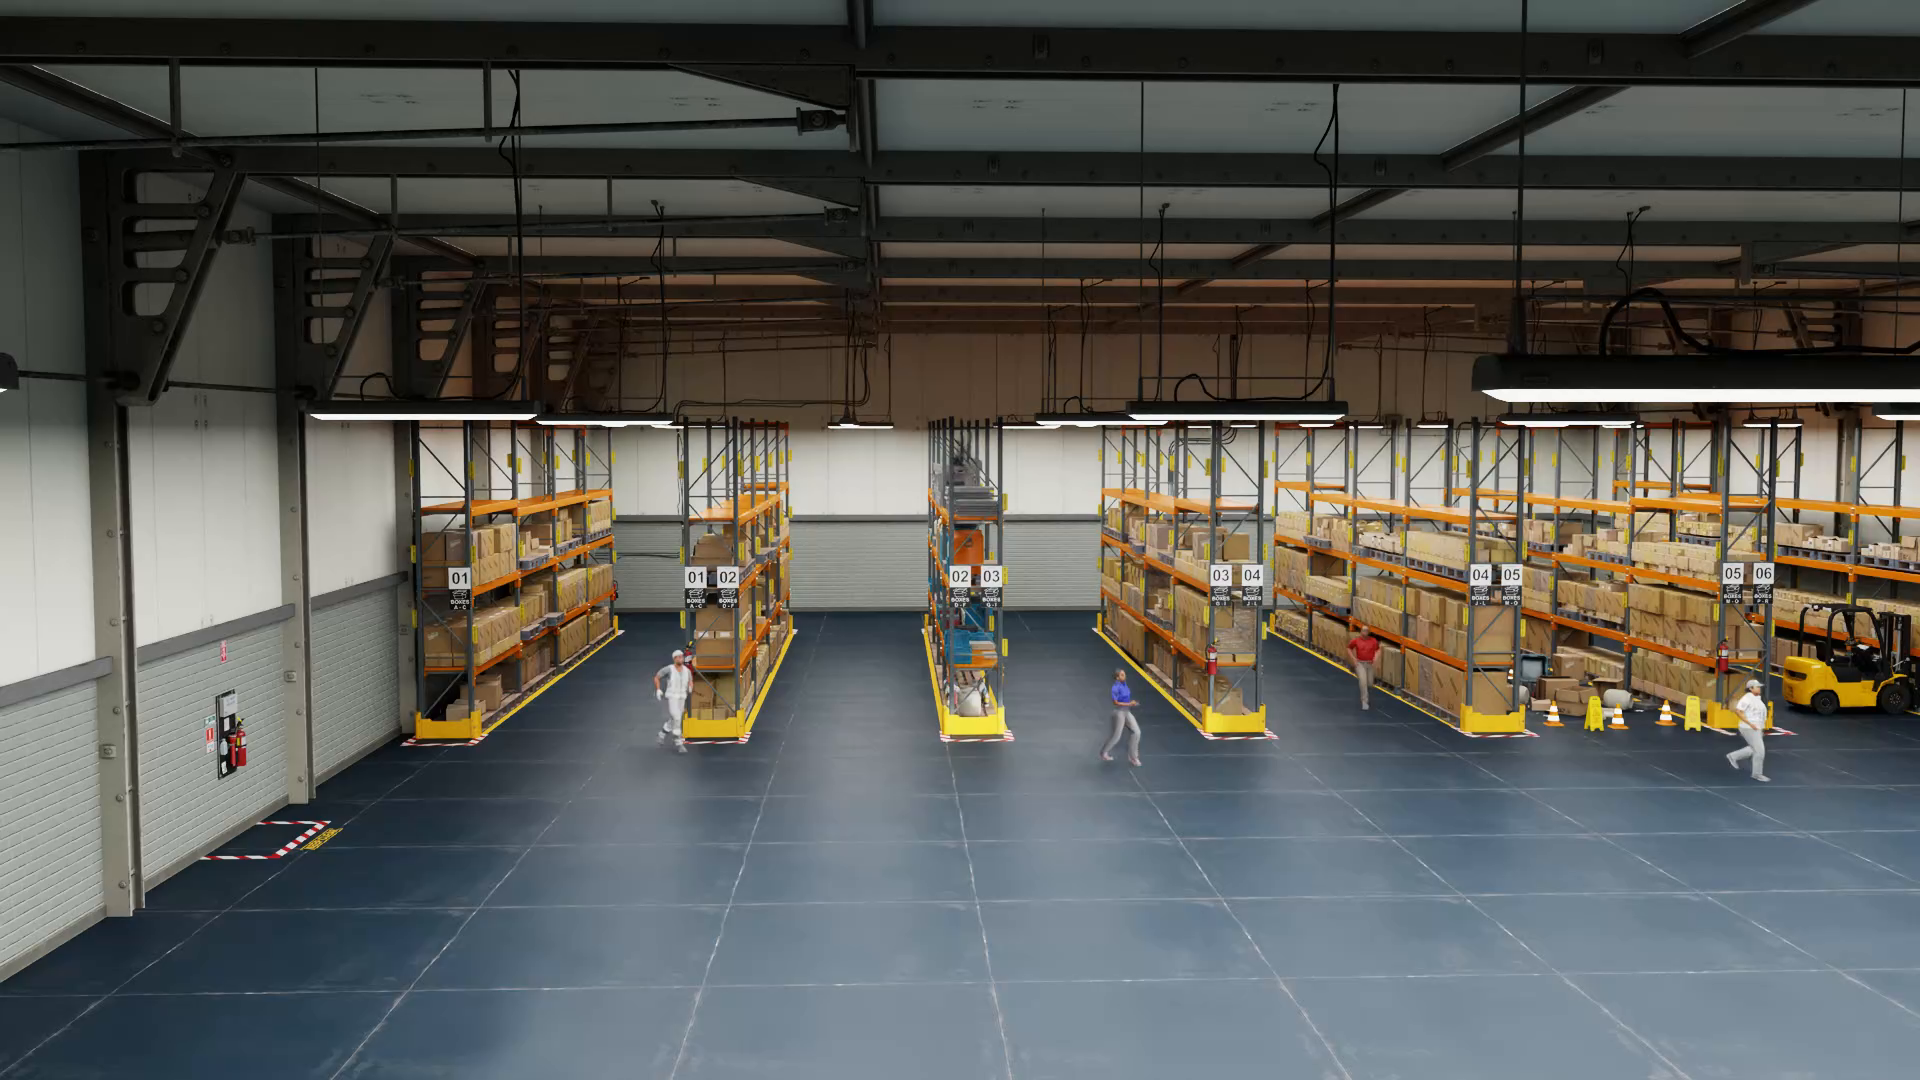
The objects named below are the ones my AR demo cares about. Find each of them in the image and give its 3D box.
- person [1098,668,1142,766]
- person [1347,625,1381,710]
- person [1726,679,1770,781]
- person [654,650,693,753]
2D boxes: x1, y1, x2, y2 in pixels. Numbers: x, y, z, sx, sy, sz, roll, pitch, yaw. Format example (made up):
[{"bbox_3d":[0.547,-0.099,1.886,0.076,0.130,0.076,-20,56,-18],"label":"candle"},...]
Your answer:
[{"bbox_3d":[2.771,3.050,28.632,0.778,1.694,0.582,3,5,35],"label":"person"},{"bbox_3d":[8.398,2.621,34.548,0.676,1.711,0.810,0,4,-2],"label":"person"},{"bbox_3d":[13.037,3.119,27.487,0.626,1.650,0.747,-4,5,-44],"label":"person"},{"bbox_3d":[-5.077,2.871,29.885,0.700,1.768,0.929,-4,5,-44],"label":"person"}]
